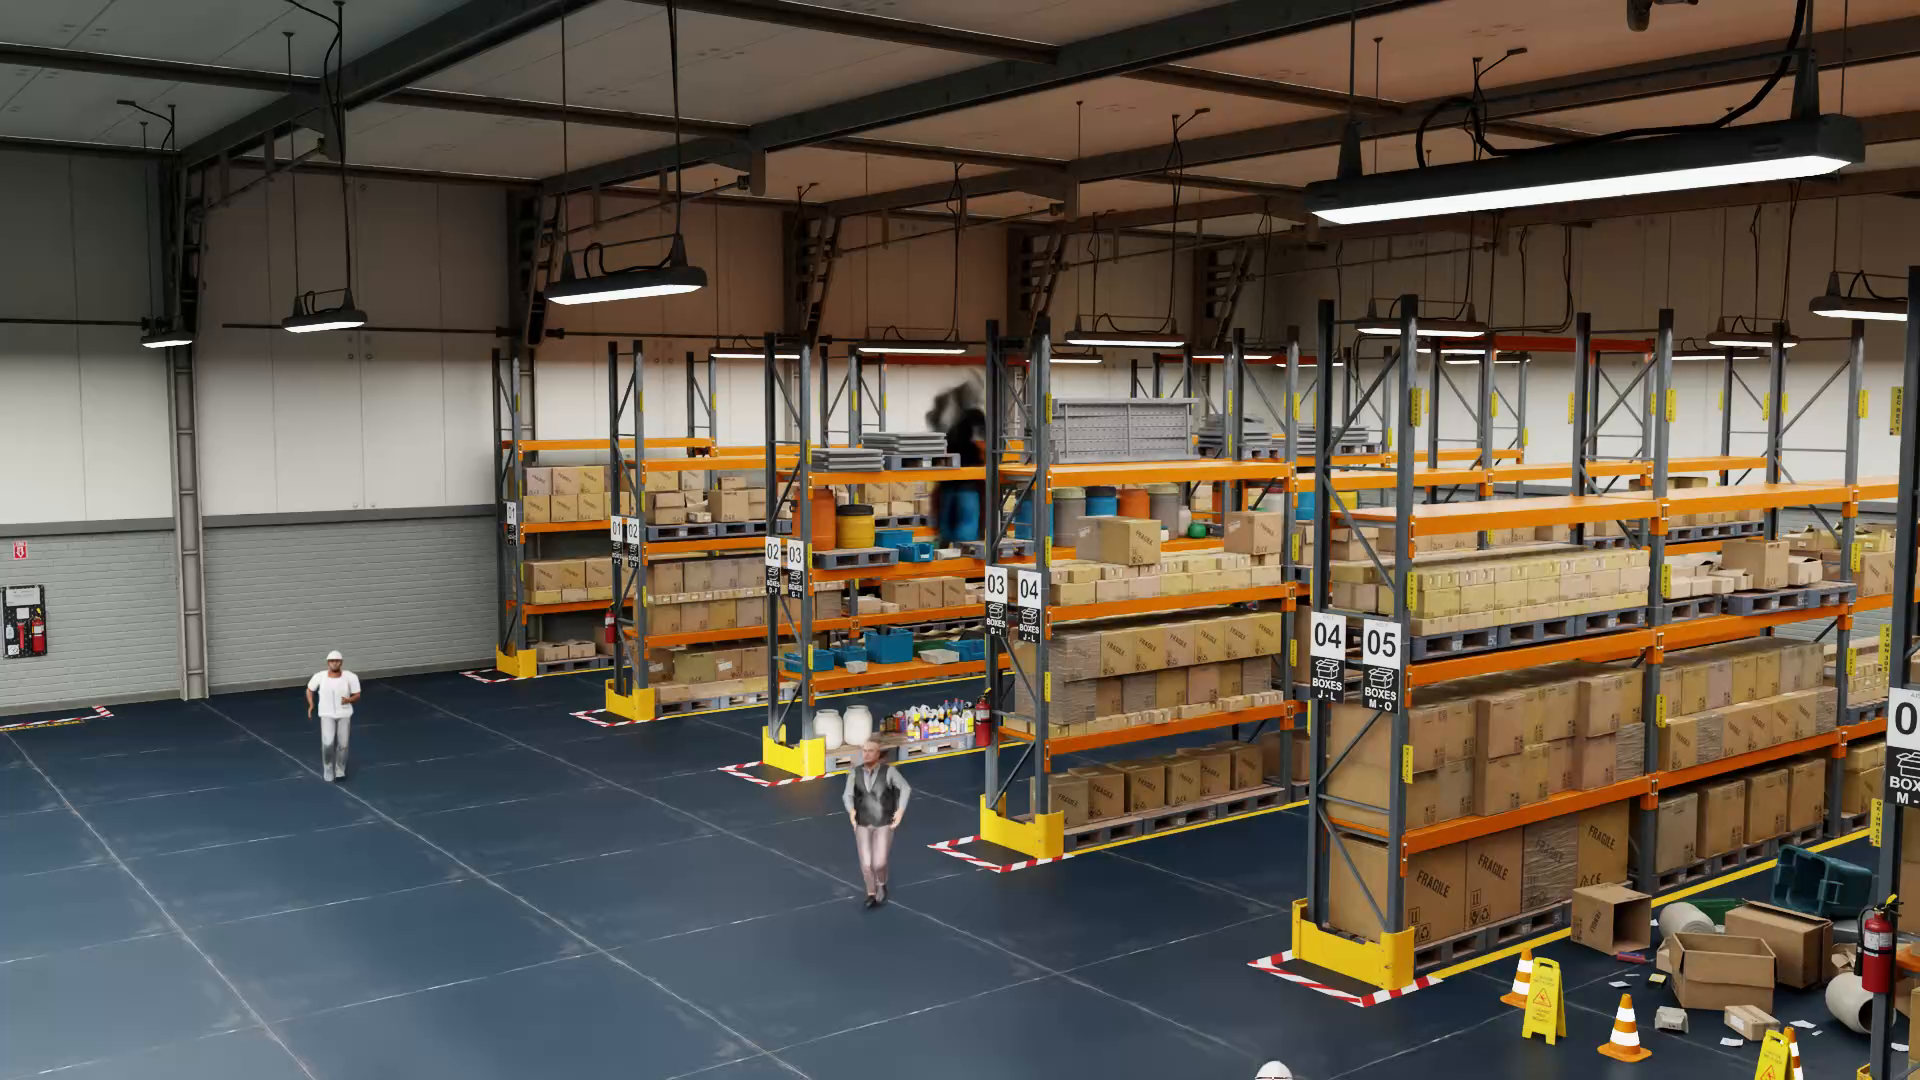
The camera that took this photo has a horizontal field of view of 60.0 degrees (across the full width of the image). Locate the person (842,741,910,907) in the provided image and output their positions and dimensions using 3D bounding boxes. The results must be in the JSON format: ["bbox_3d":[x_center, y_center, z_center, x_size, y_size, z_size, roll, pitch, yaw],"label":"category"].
[{"bbox_3d":[-0.866,2.898,16.673,0.672,1.610,0.551,1,5,11],"label":"person"}]

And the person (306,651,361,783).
[{"bbox_3d":[-8.302,2.348,22.087,0.676,1.752,0.683,-2,5,-22],"label":"person"}]

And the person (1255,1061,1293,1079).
[{"bbox_3d":[1.638,3.553,8.678,0.676,1.725,0.675,1,5,7],"label":"person"}]
